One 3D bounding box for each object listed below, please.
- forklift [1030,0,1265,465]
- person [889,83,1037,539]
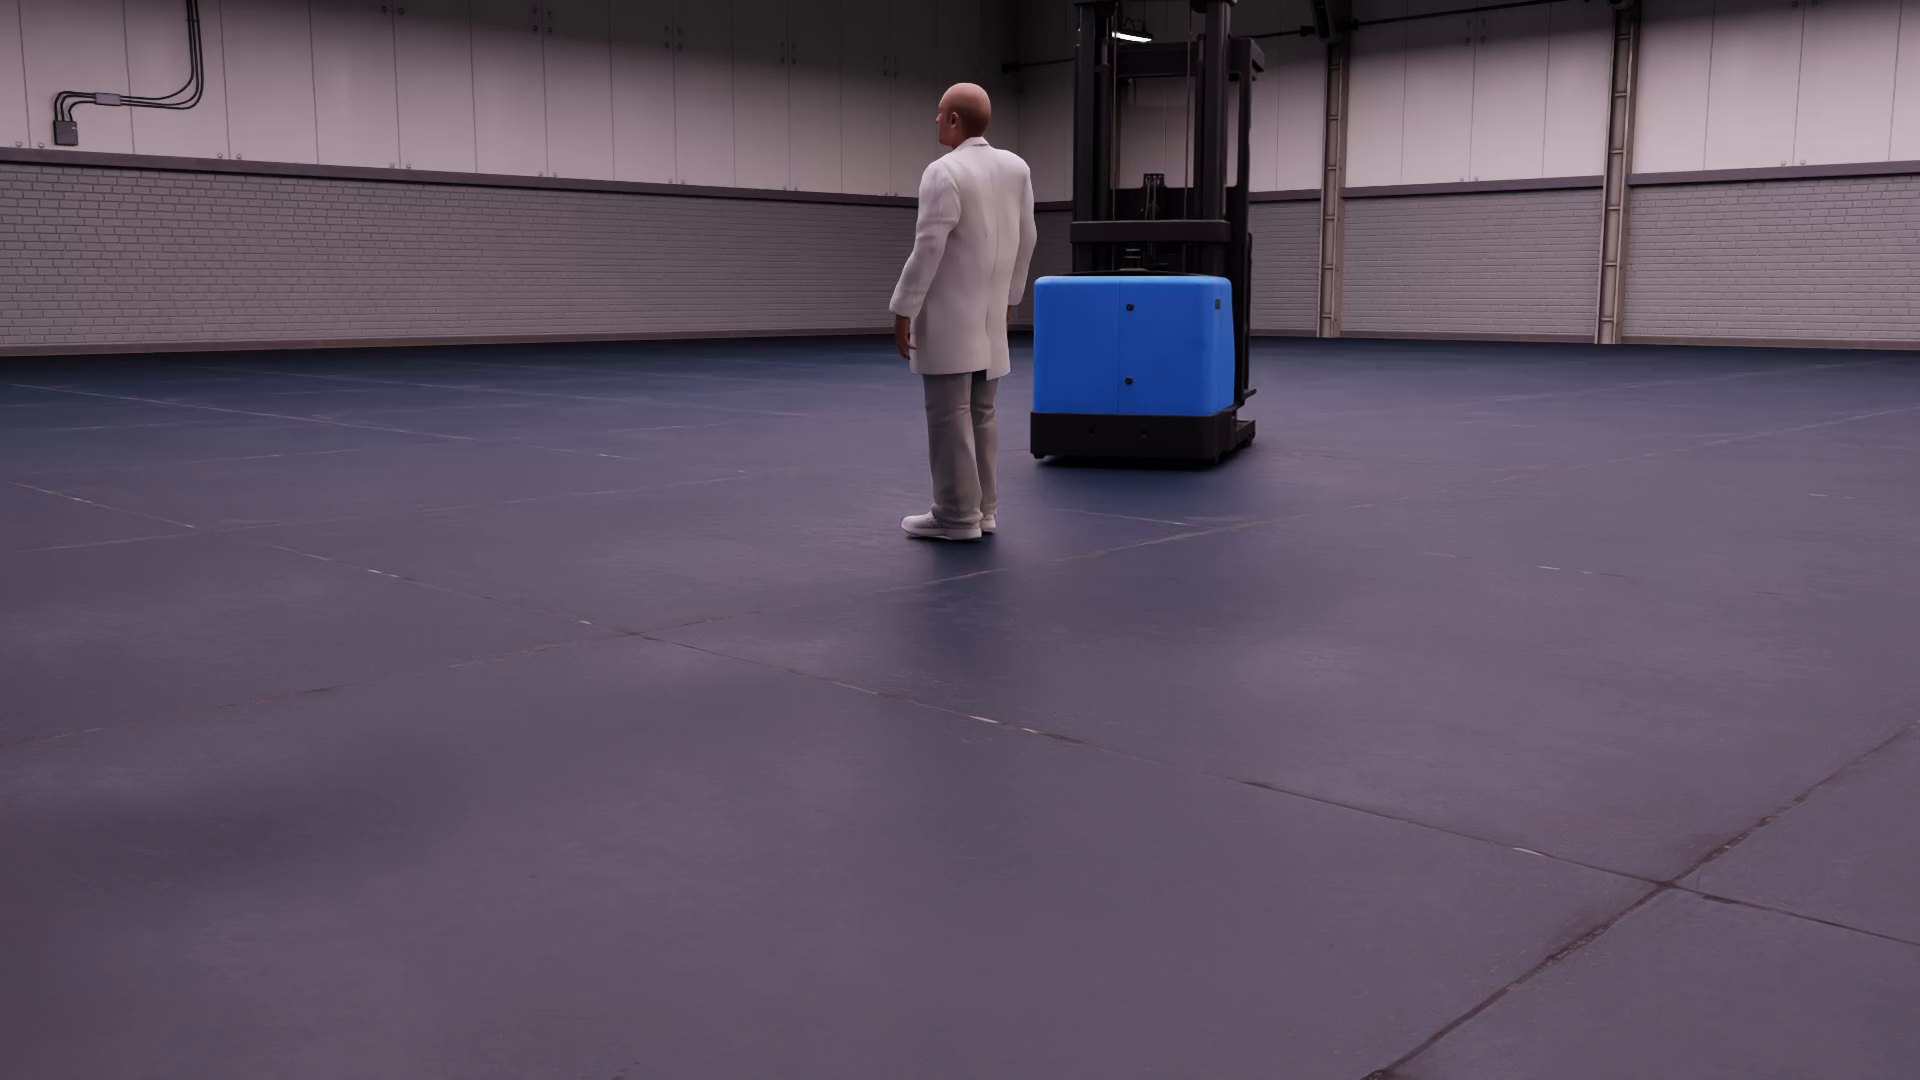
[{"bbox_3d":[1.309,-2.058,10.544,1.130,2.935,3.031,3,9,16],"label":"forklift"},{"bbox_3d":[-0.062,-0.896,6.649,0.581,1.775,0.696,8,12,43],"label":"person"}]
